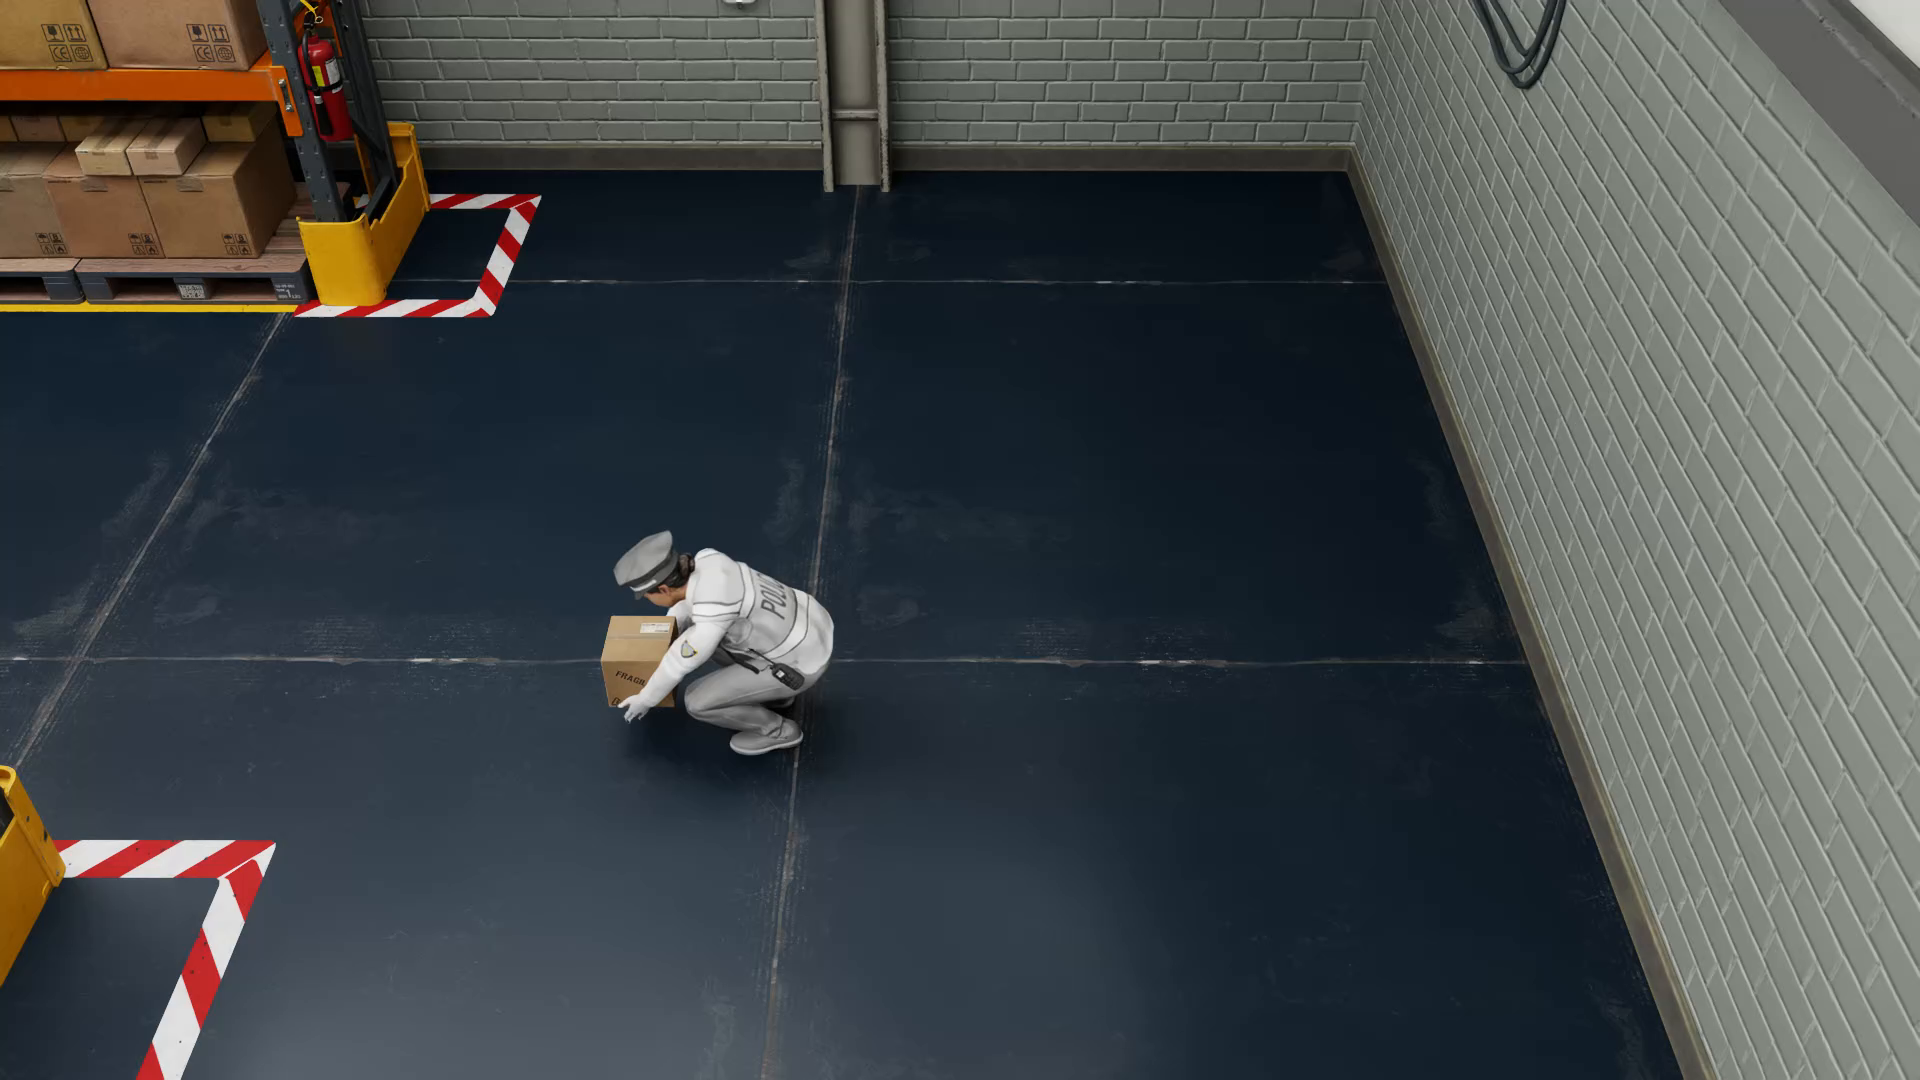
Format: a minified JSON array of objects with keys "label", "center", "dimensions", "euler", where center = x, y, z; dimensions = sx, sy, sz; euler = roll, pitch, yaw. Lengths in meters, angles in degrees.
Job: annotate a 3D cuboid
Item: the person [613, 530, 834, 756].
[{"label":"person","center":[-0.893,0.352,6.290],"dimensions":[0.826,0.970,0.489],"euler":[0,40,-1]}]
